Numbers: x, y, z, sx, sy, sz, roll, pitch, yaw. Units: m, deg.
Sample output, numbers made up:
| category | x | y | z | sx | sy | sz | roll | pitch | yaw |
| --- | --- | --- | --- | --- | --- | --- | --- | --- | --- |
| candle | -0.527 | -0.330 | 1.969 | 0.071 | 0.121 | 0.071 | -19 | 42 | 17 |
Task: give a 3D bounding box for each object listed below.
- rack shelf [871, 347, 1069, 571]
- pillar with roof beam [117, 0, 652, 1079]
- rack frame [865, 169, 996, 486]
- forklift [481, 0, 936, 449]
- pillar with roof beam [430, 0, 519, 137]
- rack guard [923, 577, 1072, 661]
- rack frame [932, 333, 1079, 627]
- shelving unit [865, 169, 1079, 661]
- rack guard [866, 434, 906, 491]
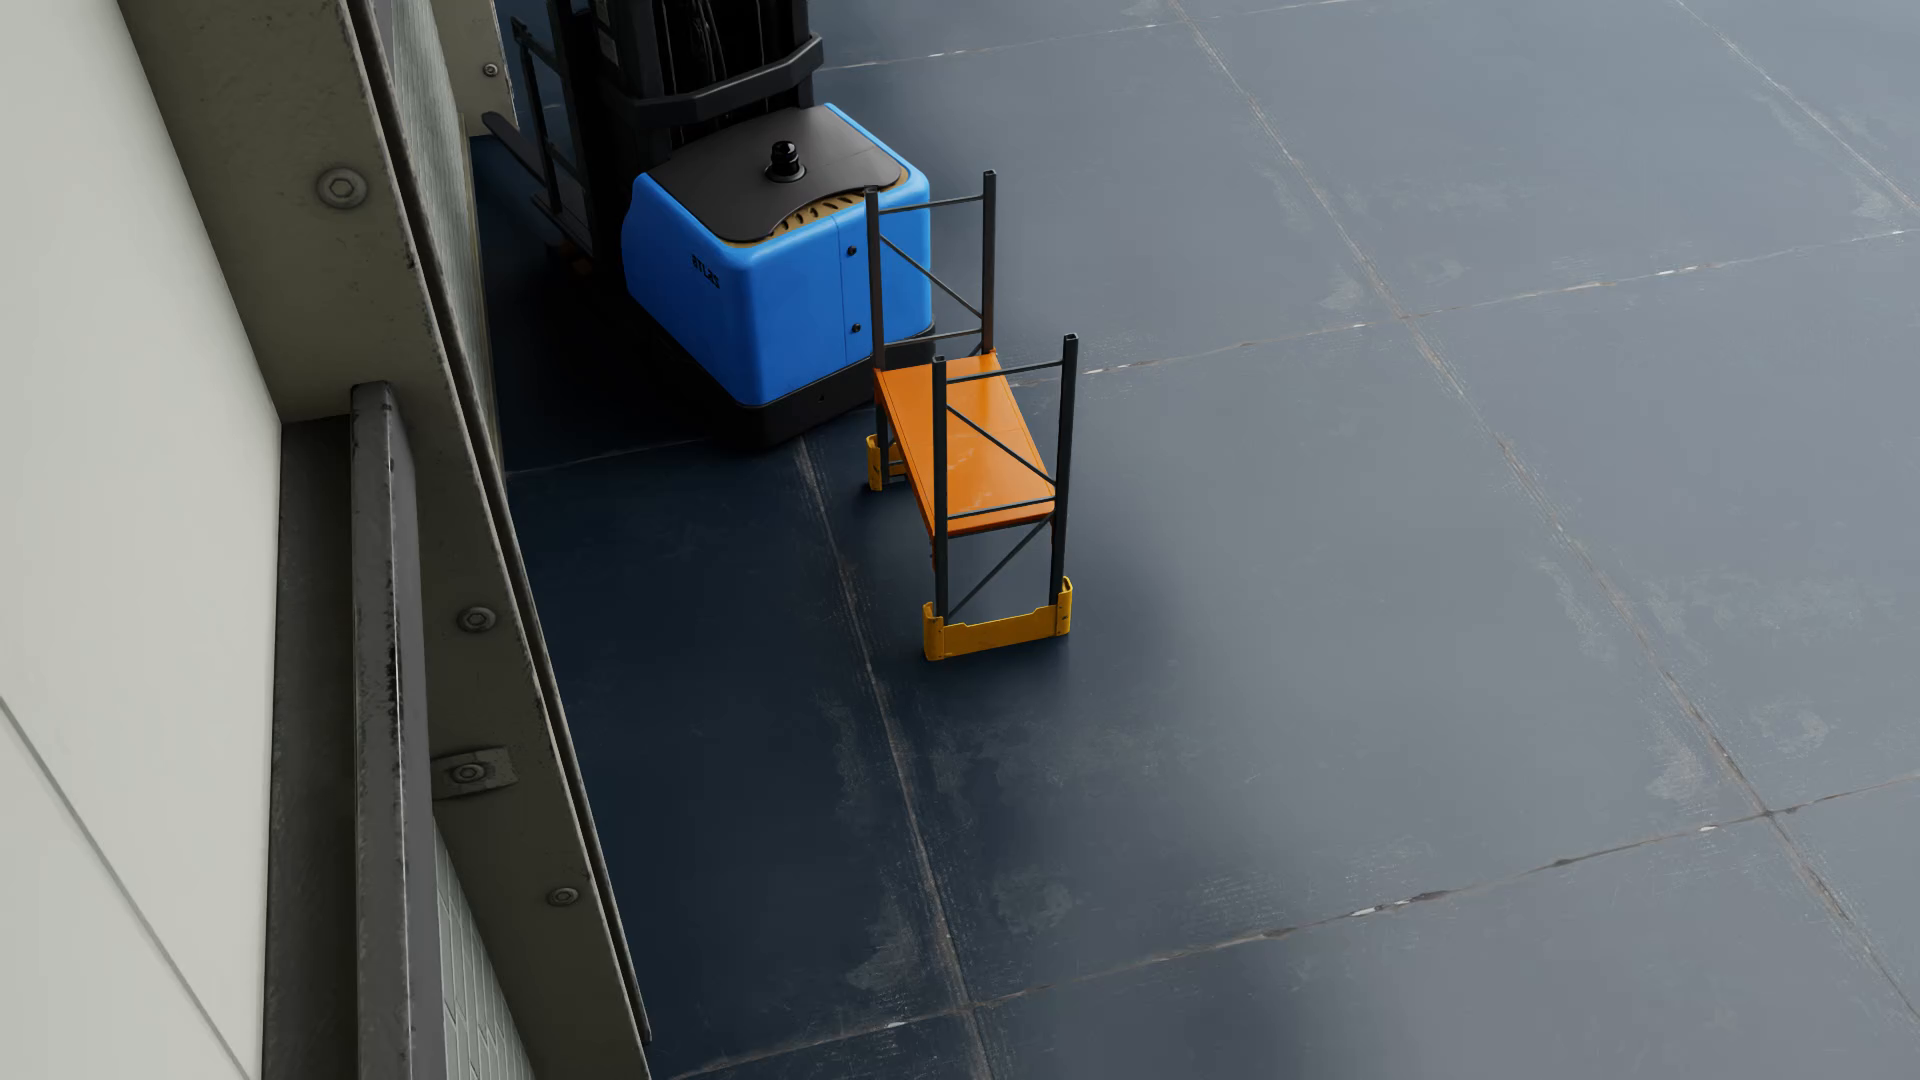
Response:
| category | x | y | z | sx | sy | sz | roll | pitch | yaw |
| --- | --- | --- | --- | --- | --- | --- | --- | --- | --- |
| rack shelf | 0.022 | -0.340 | 6.536 | 0.538 | 0.185 | 1.000 | -11 | 47 | -10 |
| pillar with roof beam | 3.048 | -2.180 | 2.836 | 9.100 | 9.000 | 0.400 | -11 | 47 | -10 |
| rack frame | -0.108 | -0.817 | 6.751 | 0.500 | 1.500 | 0.032 | -11 | 47 | -10 |
| forklift | -1.398 | -2.432 | 7.331 | 1.130 | 2.935 | 3.031 | -28 | 52 | -25 |
| pillar with roof beam | 1.512 | -6.322 | 6.896 | 9.100 | 9.000 | 0.400 | -11 | 47 | -10 |
| rack guard | 0.147 | 0.309 | 6.523 | 0.587 | 0.250 | 0.087 | -11 | 47 | -10 |
| rack frame | 0.152 | -0.115 | 6.063 | 0.500 | 1.500 | 0.032 | -11 | 47 | -10 |
| shelving unit | 0.020 | -0.472 | 6.414 | 0.587 | 1.500 | 1.083 | -11 | 47 | -10 |
| rack guard | -0.108 | -0.379 | 7.197 | 0.587 | 0.250 | 0.087 | -11 | 47 | -10 |
